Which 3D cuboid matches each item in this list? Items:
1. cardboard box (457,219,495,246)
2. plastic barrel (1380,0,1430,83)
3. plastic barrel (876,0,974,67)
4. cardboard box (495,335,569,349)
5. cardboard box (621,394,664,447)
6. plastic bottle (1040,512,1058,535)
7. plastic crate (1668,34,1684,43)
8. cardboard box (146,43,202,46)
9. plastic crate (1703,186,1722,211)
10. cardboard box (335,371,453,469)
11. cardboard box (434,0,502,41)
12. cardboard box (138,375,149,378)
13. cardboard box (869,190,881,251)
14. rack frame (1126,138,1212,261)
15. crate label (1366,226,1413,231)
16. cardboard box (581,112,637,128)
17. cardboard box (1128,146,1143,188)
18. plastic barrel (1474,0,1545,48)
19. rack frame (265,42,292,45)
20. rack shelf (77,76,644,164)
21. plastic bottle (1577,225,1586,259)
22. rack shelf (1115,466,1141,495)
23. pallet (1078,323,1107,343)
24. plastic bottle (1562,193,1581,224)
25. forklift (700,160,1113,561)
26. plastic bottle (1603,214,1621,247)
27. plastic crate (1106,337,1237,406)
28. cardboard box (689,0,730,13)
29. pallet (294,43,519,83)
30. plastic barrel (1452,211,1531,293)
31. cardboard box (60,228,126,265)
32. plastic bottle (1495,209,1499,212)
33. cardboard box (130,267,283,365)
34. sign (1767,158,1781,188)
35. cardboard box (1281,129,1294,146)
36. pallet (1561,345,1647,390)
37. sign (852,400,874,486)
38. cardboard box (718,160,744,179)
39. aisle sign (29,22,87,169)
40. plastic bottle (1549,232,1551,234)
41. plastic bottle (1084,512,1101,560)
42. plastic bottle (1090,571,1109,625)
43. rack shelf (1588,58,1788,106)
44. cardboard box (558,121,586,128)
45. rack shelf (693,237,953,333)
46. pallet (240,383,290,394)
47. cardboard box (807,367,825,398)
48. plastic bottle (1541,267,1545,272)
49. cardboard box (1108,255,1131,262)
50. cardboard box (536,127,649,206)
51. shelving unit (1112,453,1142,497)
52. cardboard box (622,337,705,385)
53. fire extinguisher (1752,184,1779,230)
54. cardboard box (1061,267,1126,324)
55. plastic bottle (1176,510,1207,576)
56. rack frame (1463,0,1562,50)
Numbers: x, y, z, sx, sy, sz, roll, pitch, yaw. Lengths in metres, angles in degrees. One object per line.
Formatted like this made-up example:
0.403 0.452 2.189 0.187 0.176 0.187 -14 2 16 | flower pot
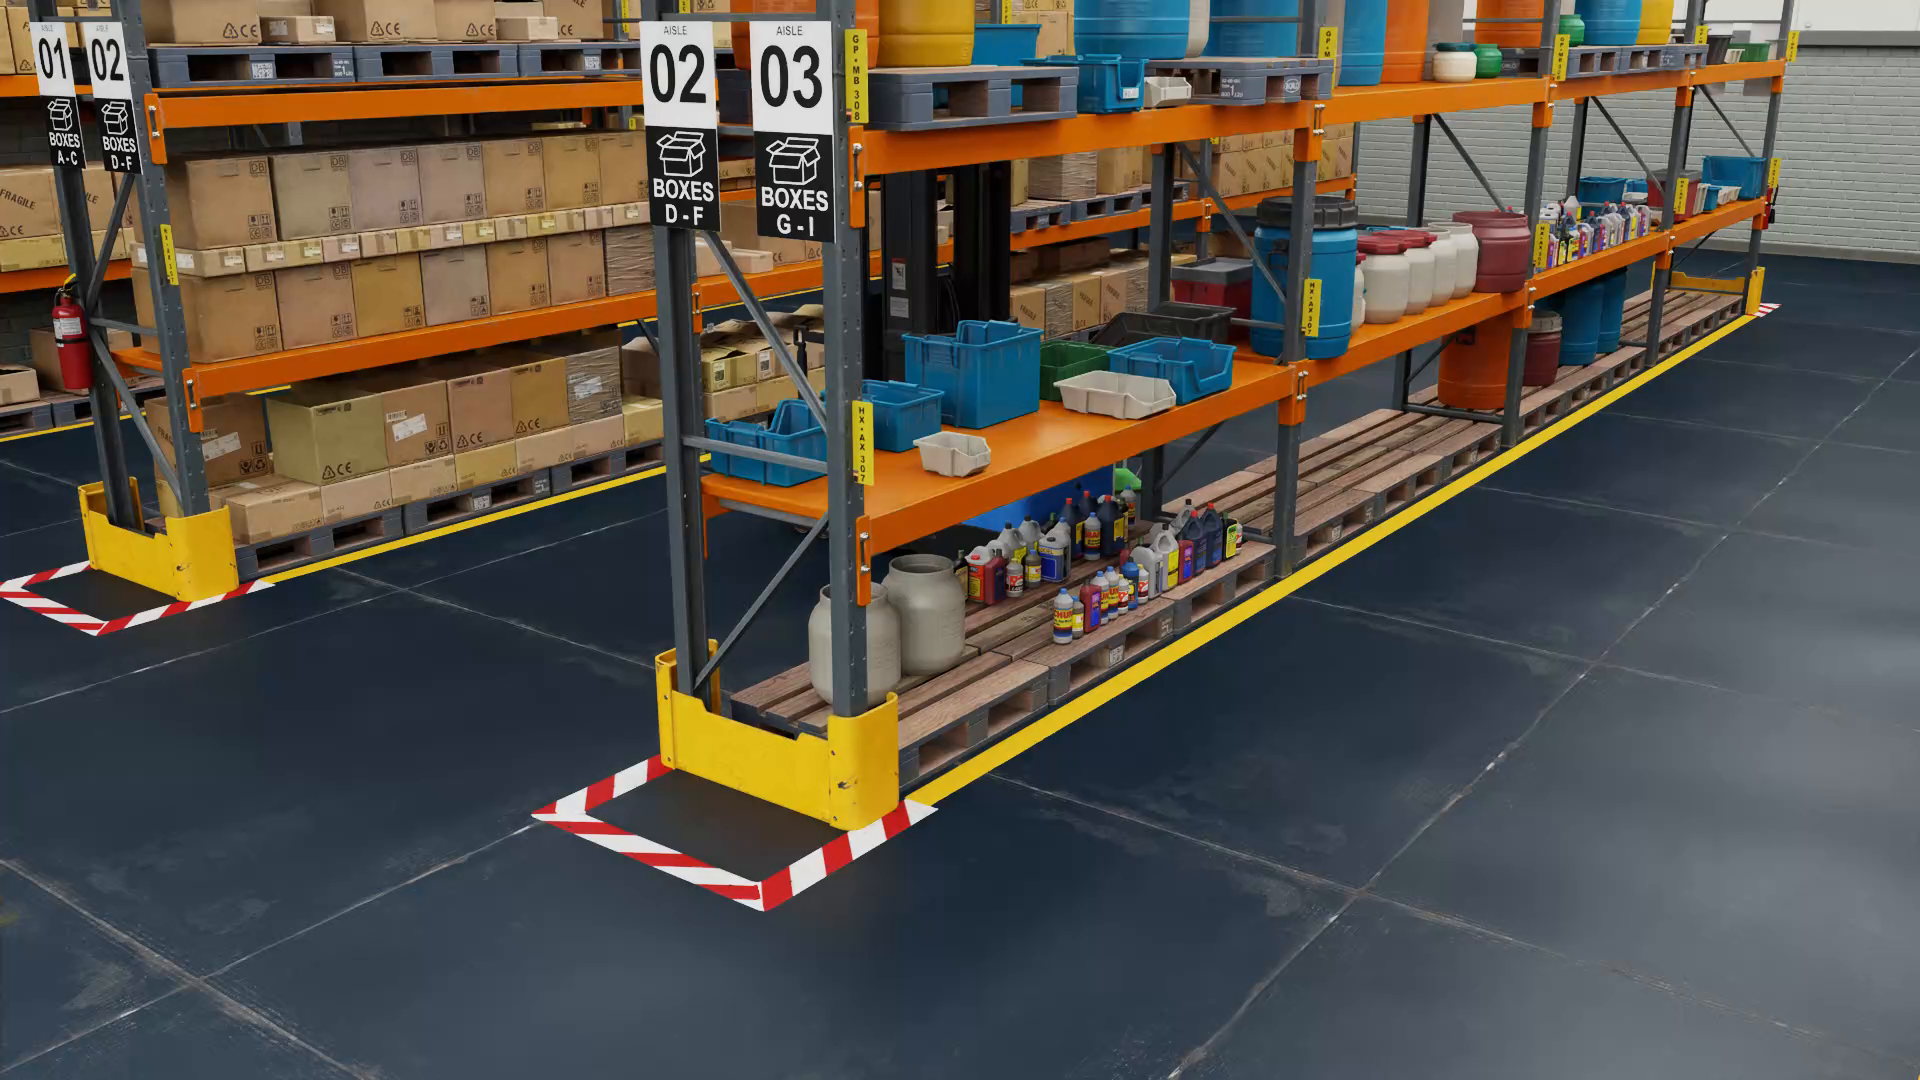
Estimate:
-3.310 -2.058 11.052 0.380 0.149 0.250 13 22 36 | cardboard box
2.900 -3.571 11.402 0.600 0.830 0.708 12 21 35 | plastic barrel
-0.236 -2.358 7.194 0.600 0.588 0.600 0 17 0 | plastic barrel
-3.226 -1.239 12.341 0.500 0.500 0.500 12 21 35 | cardboard box
-2.507 -0.908 12.538 0.500 0.250 0.500 12 21 35 | cardboard box
0.511 -0.010 9.558 0.061 0.283 0.133 14 22 37 | plastic bottle
7.151 -5.054 17.103 0.437 0.282 0.530 12 21 35 | plastic crate
-6.801 -4.252 14.117 0.500 0.500 0.500 10 20 30 | cardboard box
7.702 -3.566 17.349 0.416 0.233 0.300 12 21 35 | plastic crate
-3.707 -0.792 10.899 0.500 0.500 0.500 12 21 35 | cardboard box
-3.489 -3.549 10.938 0.797 0.503 0.637 15 23 41 | cardboard box
-7.356 -1.515 14.630 0.380 0.149 0.250 10 20 30 | cardboard box
-1.010 -2.767 14.429 0.500 0.500 0.500 11 20 32 | cardboard box
2.360 -4.075 18.808 1.000 3.000 0.127 12 21 35 | rack frame
3.144 -2.074 12.305 0.502 0.435 0.616 12 21 35 | crate label
-3.941 -4.708 18.878 0.500 0.250 0.500 13 22 36 | cardboard box
1.540 -4.075 17.931 0.500 0.500 0.700 -16 23 -42 | cardboard box
4.294 -4.219 12.781 0.600 0.830 0.708 12 21 35 | plastic barrel
-6.387 -5.909 14.598 1.000 3.000 0.127 12 21 35 | rack frame
-3.598 -2.782 10.800 1.077 0.370 4.000 12 21 35 | rack shelf
5.196 -2.503 13.944 0.061 0.283 0.133 12 21 35 | plastic bottle
1.035 -0.344 10.854 0.258 0.148 0.480 -3 18 -10 | rack shelf
1.180 -2.251 17.636 1.003 0.211 1.213 12 21 35 | pallet
5.842 -3.139 15.877 0.144 0.351 0.185 12 21 35 | plastic bottle
-0.487 -1.517 10.686 3.031 2.935 1.130 14 22 37 | forklift
5.763 -2.749 14.748 0.152 0.276 0.135 12 21 35 | plastic bottle
1.128 -0.911 8.869 0.499 0.251 0.616 12 21 35 | plastic crate
-2.007 -4.229 12.527 0.500 0.500 0.500 13 21 35 | cardboard box
-3.621 -3.063 10.640 1.003 0.211 1.213 12 21 35 | pallet
3.920 -2.147 12.370 0.600 0.536 0.708 12 21 35 | plastic barrel
-7.315 -2.456 13.813 0.500 0.250 0.500 13 21 35 | cardboard box
4.661 -2.697 14.454 0.144 0.351 0.185 12 21 35 | plastic bottle
-4.501 -1.373 9.940 0.700 0.500 0.500 12 21 35 | cardboard box
9.171 -4.136 18.730 0.100 0.325 0.005 12 21 35 | sign
3.788 -5.031 20.033 0.500 0.500 0.500 13 22 36 | cardboard box
5.843 -1.691 15.832 1.003 0.211 1.213 12 21 35 | pallet
-0.374 -0.375 6.425 0.100 0.325 0.005 12 21 35 | sign
-2.892 -4.508 19.497 0.500 0.500 0.500 12 21 34 | cardboard box
-5.065 -2.495 9.335 0.394 0.787 0.004 12 21 35 | aisle sign
4.788 -2.374 13.548 0.097 0.271 0.097 0 17 0 | plastic bottle
0.766 -0.026 9.627 0.097 0.271 0.097 0 17 0 | plastic bottle
0.721 0.294 8.598 0.097 0.271 0.097 0 17 0 | plastic bottle
7.528 -4.764 17.182 1.077 0.370 4.000 12 21 35 | rack shelf
-4.185 -4.477 18.098 0.380 0.149 0.250 9 20 28 | cardboard box
-1.215 -2.302 14.313 1.077 0.370 4.000 12 21 35 | rack shelf
-6.759 -1.546 15.366 1.003 0.211 1.213 12 21 35 | pallet
-1.355 -1.355 13.976 0.500 0.250 0.500 12 21 33 | cardboard box
4.620 -2.243 13.244 0.097 0.201 0.097 0 17 0 | plastic bottle
1.568 -2.890 18.466 0.500 0.500 0.500 13 21 35 | cardboard box
-2.666 -2.730 12.121 0.700 0.500 0.500 13 21 35 | cardboard box
1.035 -0.635 10.764 0.258 1.200 0.503 -3 18 -10 | shelving unit
-2.395 -1.472 13.408 0.500 0.311 0.500 12 21 35 | cardboard box
9.175 -3.892 18.978 0.296 0.674 0.183 12 21 35 | fire extinguisher
1.395 -2.566 17.422 0.500 0.500 0.500 12 21 33 | cardboard box
1.303 0.012 9.373 0.144 0.351 0.185 11 20 32 | plastic bottle
3.953 -5.111 12.029 1.000 3.000 0.127 12 21 35 | rack frame
